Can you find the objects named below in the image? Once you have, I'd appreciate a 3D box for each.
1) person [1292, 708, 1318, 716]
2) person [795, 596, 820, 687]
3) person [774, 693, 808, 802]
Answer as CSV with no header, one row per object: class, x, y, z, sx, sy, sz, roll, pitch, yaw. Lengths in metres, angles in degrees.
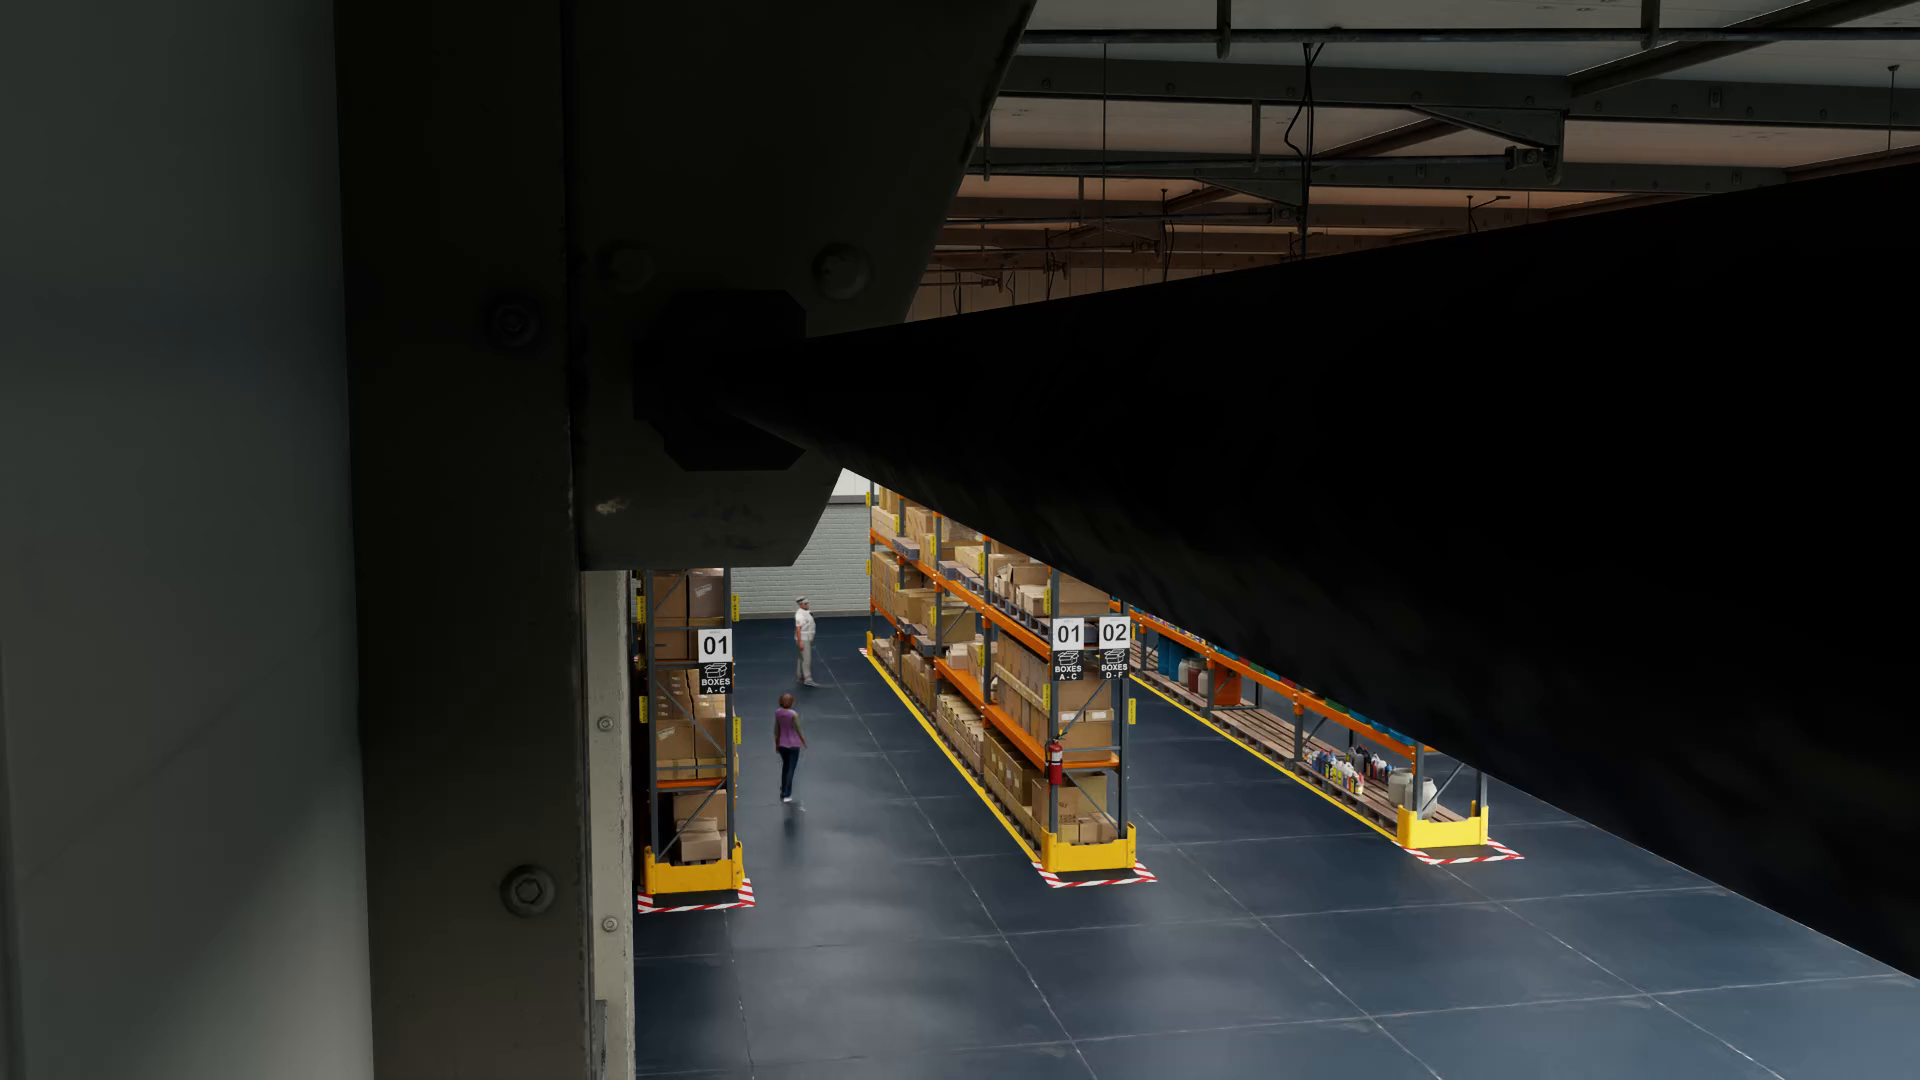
person,6.339,2.277,30.433,0.563,1.818,0.416,5,8,42
person,-3.022,2.002,33.136,0.515,1.801,0.581,1,6,5
person,-2.487,3.031,24.206,0.446,1.639,0.506,2,6,21
